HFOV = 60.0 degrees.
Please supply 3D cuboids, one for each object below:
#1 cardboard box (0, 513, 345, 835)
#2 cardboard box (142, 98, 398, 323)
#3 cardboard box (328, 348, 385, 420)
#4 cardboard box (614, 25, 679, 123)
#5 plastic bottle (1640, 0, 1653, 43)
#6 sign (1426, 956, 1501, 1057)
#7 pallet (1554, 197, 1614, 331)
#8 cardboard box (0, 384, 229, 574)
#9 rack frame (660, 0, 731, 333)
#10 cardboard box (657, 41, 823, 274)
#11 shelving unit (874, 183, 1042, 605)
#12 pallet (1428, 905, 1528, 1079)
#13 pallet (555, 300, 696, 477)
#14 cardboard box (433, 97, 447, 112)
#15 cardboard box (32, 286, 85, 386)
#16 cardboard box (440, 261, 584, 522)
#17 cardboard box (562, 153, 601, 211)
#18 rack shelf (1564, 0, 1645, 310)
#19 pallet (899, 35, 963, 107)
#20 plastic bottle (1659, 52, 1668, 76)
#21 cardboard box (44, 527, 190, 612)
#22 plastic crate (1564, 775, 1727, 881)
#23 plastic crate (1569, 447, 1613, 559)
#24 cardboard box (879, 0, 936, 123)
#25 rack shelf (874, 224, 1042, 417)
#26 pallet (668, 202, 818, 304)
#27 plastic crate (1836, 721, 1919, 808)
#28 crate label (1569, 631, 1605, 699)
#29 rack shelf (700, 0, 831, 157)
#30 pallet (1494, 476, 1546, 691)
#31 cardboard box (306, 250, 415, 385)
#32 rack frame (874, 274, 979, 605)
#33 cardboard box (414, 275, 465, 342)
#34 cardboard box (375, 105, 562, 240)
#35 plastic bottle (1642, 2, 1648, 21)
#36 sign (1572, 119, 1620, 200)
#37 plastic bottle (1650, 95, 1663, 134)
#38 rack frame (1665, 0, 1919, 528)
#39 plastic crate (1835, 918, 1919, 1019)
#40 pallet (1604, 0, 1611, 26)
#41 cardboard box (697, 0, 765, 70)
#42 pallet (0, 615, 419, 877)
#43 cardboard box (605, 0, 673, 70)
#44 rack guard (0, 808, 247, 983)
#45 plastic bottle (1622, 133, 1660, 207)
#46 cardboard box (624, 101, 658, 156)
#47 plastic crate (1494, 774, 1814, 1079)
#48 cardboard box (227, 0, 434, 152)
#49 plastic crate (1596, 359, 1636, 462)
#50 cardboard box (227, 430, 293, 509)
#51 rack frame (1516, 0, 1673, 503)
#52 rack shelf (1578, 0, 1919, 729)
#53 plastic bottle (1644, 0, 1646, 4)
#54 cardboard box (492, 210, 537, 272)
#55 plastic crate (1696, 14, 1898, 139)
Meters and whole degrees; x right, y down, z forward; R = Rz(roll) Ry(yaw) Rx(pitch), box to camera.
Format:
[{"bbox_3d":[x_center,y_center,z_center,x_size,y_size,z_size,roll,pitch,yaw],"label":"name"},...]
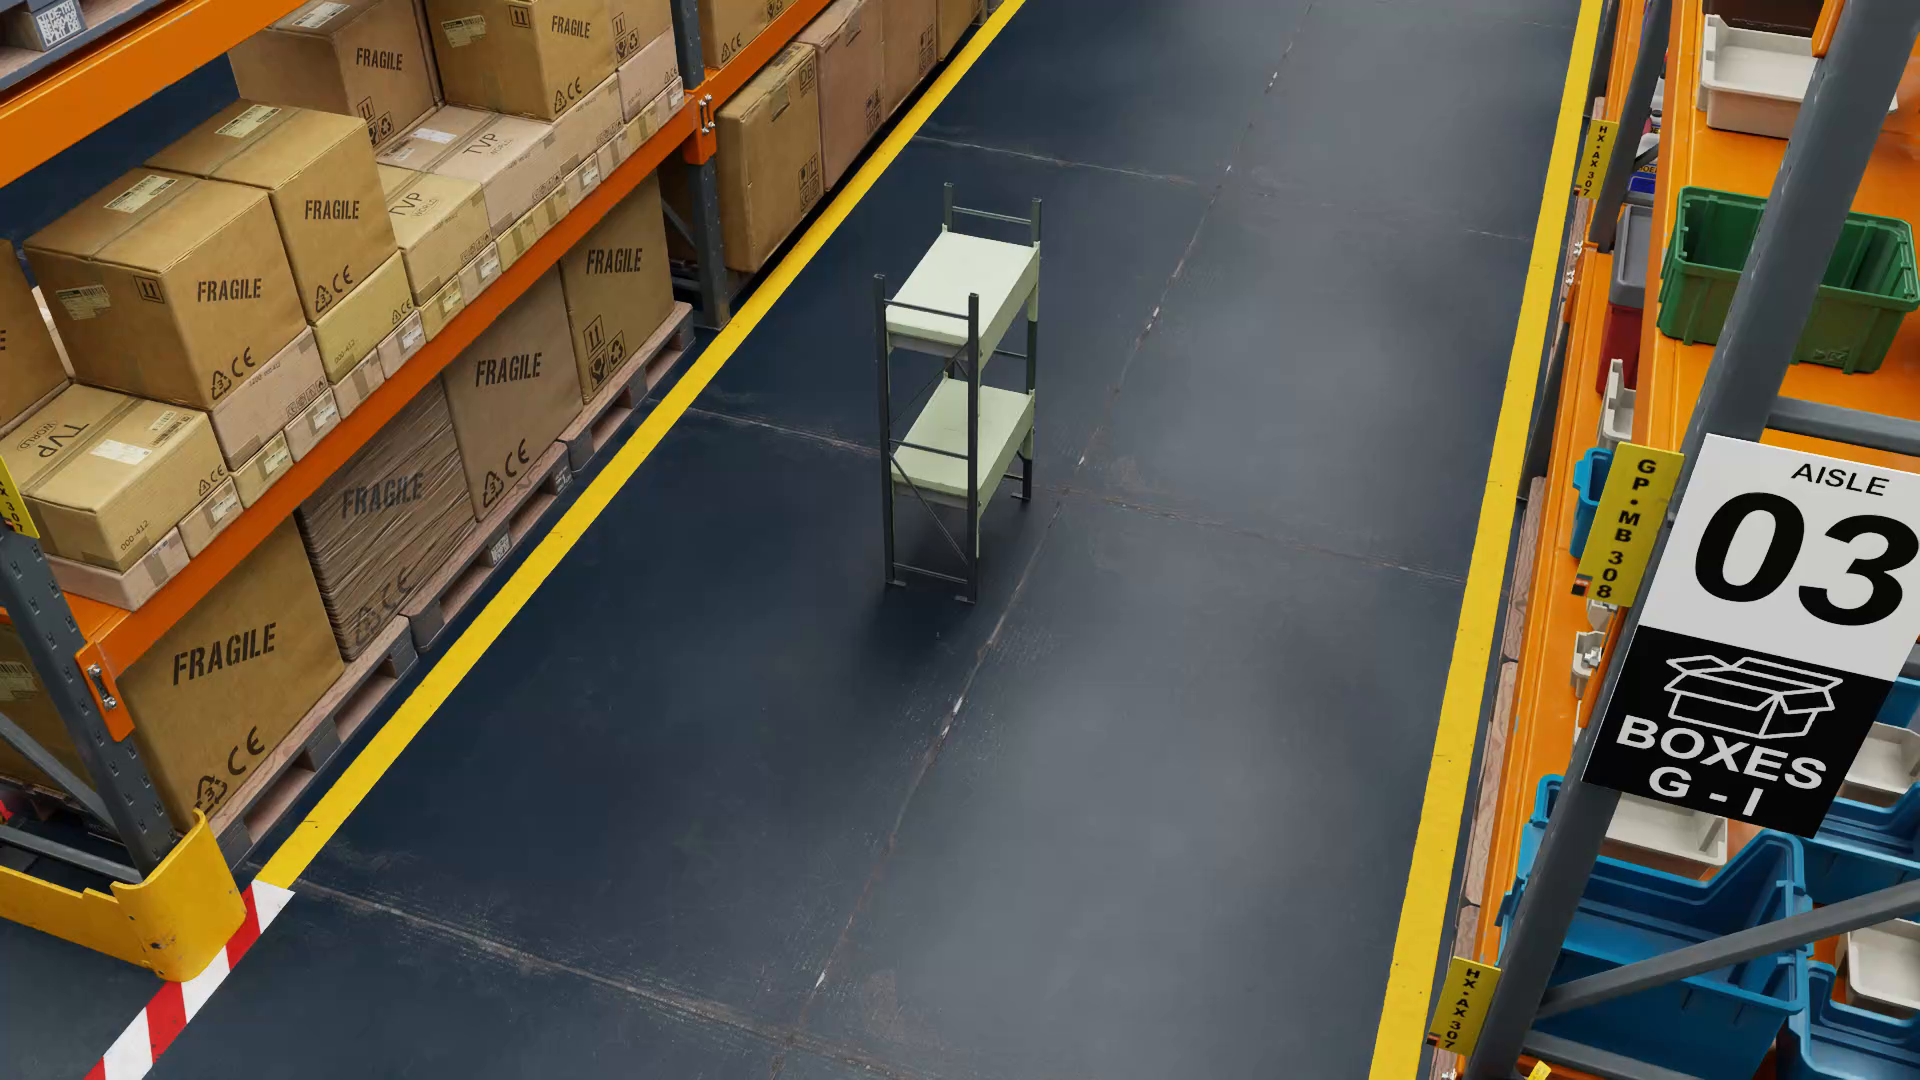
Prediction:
[{"bbox_3d":[-2.895,0.334,5.861,0.875,0.875,0.875,13,42,15],"label":"cardboard box"},{"bbox_3d":[-2.278,-1.103,5.540,0.500,0.500,0.500,12,42,14],"label":"cardboard box"},{"bbox_3d":[-2.257,-0.581,5.814,0.380,0.149,0.250,13,42,14],"label":"cardboard box"},{"bbox_3d":[-1.575,-2.075,7.257,0.500,0.250,0.500,13,42,14],"label":"cardboard box"},{"bbox_3d":[3.367,-2.533,7.946,0.144,0.351,0.185,13,42,15],"label":"plastic bottle"},{"bbox_3d":[1.093,1.019,3.619,0.100,0.325,0.005,13,42,15],"label":"sign"},{"bbox_3d":[3.702,-1.394,8.721,1.003,0.211,1.213,13,42,15],"label":"pallet"},{"bbox_3d":[-2.621,-0.195,5.054,0.500,0.250,0.500,12,42,14],"label":"cardboard box"},{"bbox_3d":[-1.671,-2.346,7.689,1.000,3.000,0.127,13,42,15],"label":"rack frame"},{"bbox_3d":[-1.471,-2.092,8.705,1.225,0.875,0.875,13,42,15],"label":"cardboard box"},{"bbox_3d":[0.002,-0.575,6.768,0.431,1.500,0.755,13,42,15],"label":"shelving unit"},{"bbox_3d":[1.934,1.759,5.025,1.003,0.211,1.213,13,42,15],"label":"pallet"},{"bbox_3d":[-2.004,-0.839,8.071,1.003,0.211,1.213,13,42,15],"label":"pallet"},{"bbox_3d":[-2.252,-1.872,7.019,0.500,0.250,0.500,13,42,15],"label":"cardboard box"},{"bbox_3d":[-2.948,-0.626,5.559,0.500,0.250,0.500,13,42,14],"label":"cardboard box"},{"bbox_3d":[-2.279,-0.764,7.148,0.875,0.875,0.875,13,42,15],"label":"cardboard box"},{"bbox_3d":[-1.731,-1.521,6.916,0.380,0.149,0.250,14,42,16],"label":"cardboard box"},{"bbox_3d":[3.668,-2.193,8.064,1.077,0.370,4.000,13,42,15],"label":"rack shelf"},{"bbox_3d":[-0.643,-3.261,10.909,1.003,0.211,1.213,13,42,15],"label":"pallet"},{"bbox_3d":[3.054,-1.974,7.291,0.144,0.351,0.185,13,42,15],"label":"plastic bottle"},{"bbox_3d":[-2.607,0.046,5.079,0.380,0.149,0.250,14,42,16],"label":"cardboard box"},{"bbox_3d":[1.725,0.733,4.237,0.396,0.136,0.243,13,42,15],"label":"plastic crate"},{"bbox_3d":[2.077,-0.076,5.111,0.416,0.233,0.300,13,42,15],"label":"plastic crate"},{"bbox_3d":[-0.870,-3.179,9.979,1.225,0.875,0.875,13,42,15],"label":"cardboard box"},{"bbox_3d":[0.002,-0.872,6.515,0.431,0.370,0.720,13,42,15],"label":"rack shelf"},{"bbox_3d":[-1.478,-1.773,9.165,1.003,0.211,1.213,13,42,15],"label":"pallet"},{"bbox_3d":[2.429,0.602,4.391,0.250,0.136,0.298,13,42,15],"label":"plastic crate"},{"bbox_3d":[1.910,0.384,4.646,0.396,0.136,0.243,13,42,15],"label":"crate label"},{"bbox_3d":[-0.987,-3.292,9.352,1.077,0.370,4.000,13,42,15],"label":"rack shelf"},{"bbox_3d":[2.769,0.271,6.770,1.003,0.211,1.213,13,42,15],"label":"pallet"},{"bbox_3d":[-2.274,-0.820,5.786,0.500,0.250,0.500,12,42,14],"label":"cardboard box"},{"bbox_3d":[-0.123,-0.351,6.506,0.400,1.500,0.023,13,42,15],"label":"rack frame"},{"bbox_3d":[-2.082,-0.893,6.179,0.380,0.149,0.250,12,42,14],"label":"cardboard box"},{"bbox_3d":[-1.924,-1.447,6.522,0.500,0.250,0.500,14,42,16],"label":"cardboard box"},{"bbox_3d":[3.440,-2.676,8.175,0.097,0.271,0.097,0,40,0],"label":"plastic bottle"},{"bbox_3d":[2.467,-1.475,6.455,0.100,0.325,0.005,13,42,15],"label":"sign"},{"bbox_3d":[2.940,-1.735,7.068,0.152,0.276,0.135,13,42,15],"label":"plastic bottle"},{"bbox_3d":[1.616,-1.089,1.594,1.000,3.000,0.127,13,42,15],"label":"rack frame"},{"bbox_3d":[2.197,1.015,3.906,0.250,0.136,0.298,13,42,15],"label":"plastic crate"},{"bbox_3d":[5.072,-3.831,11.578,1.003,0.211,1.213,13,42,15],"label":"pallet"},{"bbox_3d":[-1.278,-2.609,7.920,0.500,0.500,0.500,13,42,15],"label":"cardboard box"},{"bbox_3d":[-2.839,0.649,6.326,1.003,0.211,1.213,13,42,15],"label":"pallet"},{"bbox_3d":[-1.577,-2.348,6.999,0.500,0.500,0.500,14,43,16],"label":"cardboard box"},{"bbox_3d":[-3.047,1.059,5.623,1.175,0.500,0.348,13,42,15],"label":"rack guard"},{"bbox_3d":[2.815,-1.512,6.806,0.152,0.276,0.135,13,42,15],"label":"plastic bottle"},{"bbox_3d":[-1.555,-1.835,7.283,0.380,0.149,0.250,14,42,16],"label":"cardboard box"},{"bbox_3d":[1.555,0.911,3.798,0.616,0.435,0.499,13,42,15],"label":"plastic crate"},{"bbox_3d":[-2.424,-1.835,6.398,0.500,0.500,0.500,12,42,14],"label":"cardboard box"},{"bbox_3d":[2.288,-0.334,5.376,0.437,0.282,0.530,13,42,15],"label":"plastic crate"},{"bbox_3d":[-2.433,-0.267,5.446,0.380,0.149,0.250,12,42,14],"label":"cardboard box"},{"bbox_3d":[2.984,-1.247,6.400,1.000,3.000,0.127,13,42,15],"label":"rack frame"},{"bbox_3d":[2.300,-0.894,4.231,1.077,0.370,4.000,13,42,15],"label":"rack shelf"},{"bbox_3d":[3.518,-2.817,8.340,0.097,0.271,0.097,0,40,0],"label":"plastic bottle"},{"bbox_3d":[-1.906,-1.208,6.548,0.380,0.149,0.250,13,42,14],"label":"cardboard box"},{"bbox_3d":[2.089,-1.163,4.195,0.437,0.136,0.530,13,42,15],"label":"plastic crate"}]
